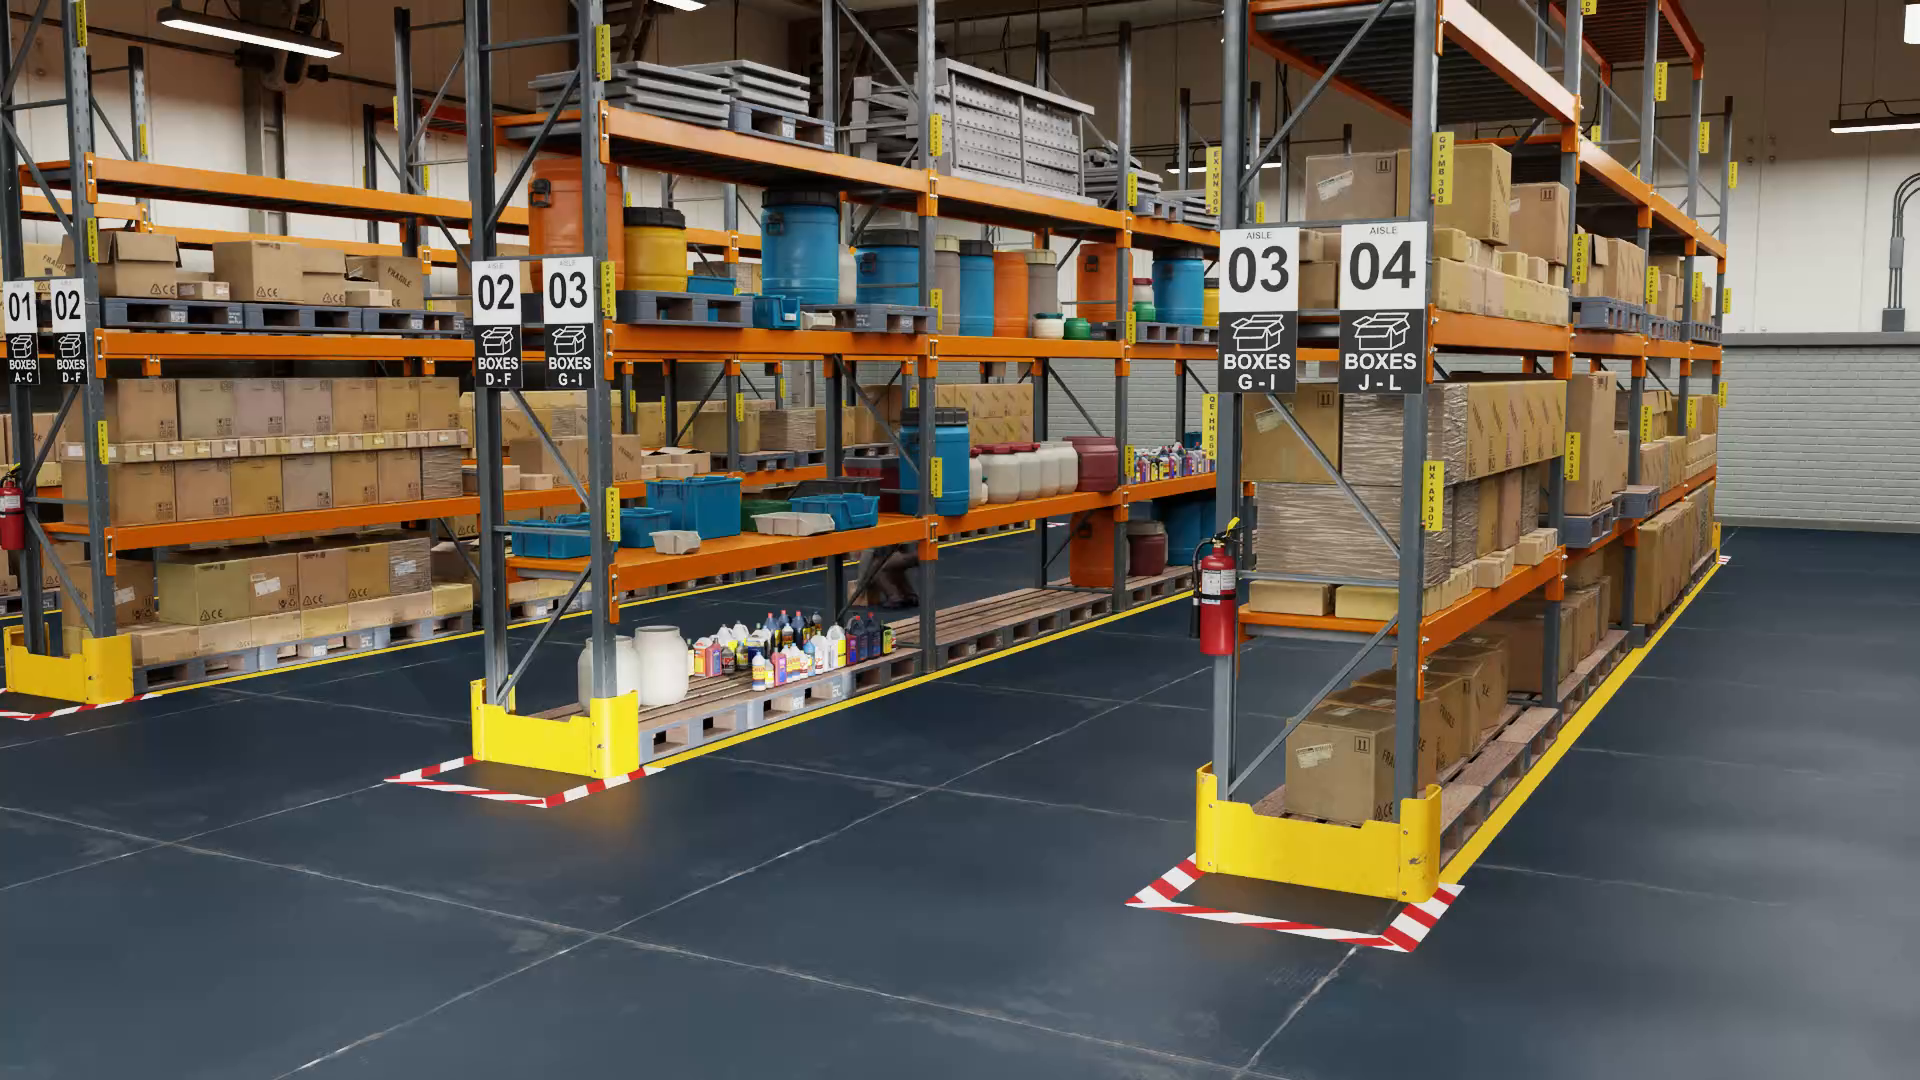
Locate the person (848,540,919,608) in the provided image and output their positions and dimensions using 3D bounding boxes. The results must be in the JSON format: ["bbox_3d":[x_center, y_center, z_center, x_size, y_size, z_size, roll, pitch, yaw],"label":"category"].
[{"bbox_3d":[-0.776,0.289,17.789,0.952,0.872,0.505,3,7,27],"label":"person"}]
